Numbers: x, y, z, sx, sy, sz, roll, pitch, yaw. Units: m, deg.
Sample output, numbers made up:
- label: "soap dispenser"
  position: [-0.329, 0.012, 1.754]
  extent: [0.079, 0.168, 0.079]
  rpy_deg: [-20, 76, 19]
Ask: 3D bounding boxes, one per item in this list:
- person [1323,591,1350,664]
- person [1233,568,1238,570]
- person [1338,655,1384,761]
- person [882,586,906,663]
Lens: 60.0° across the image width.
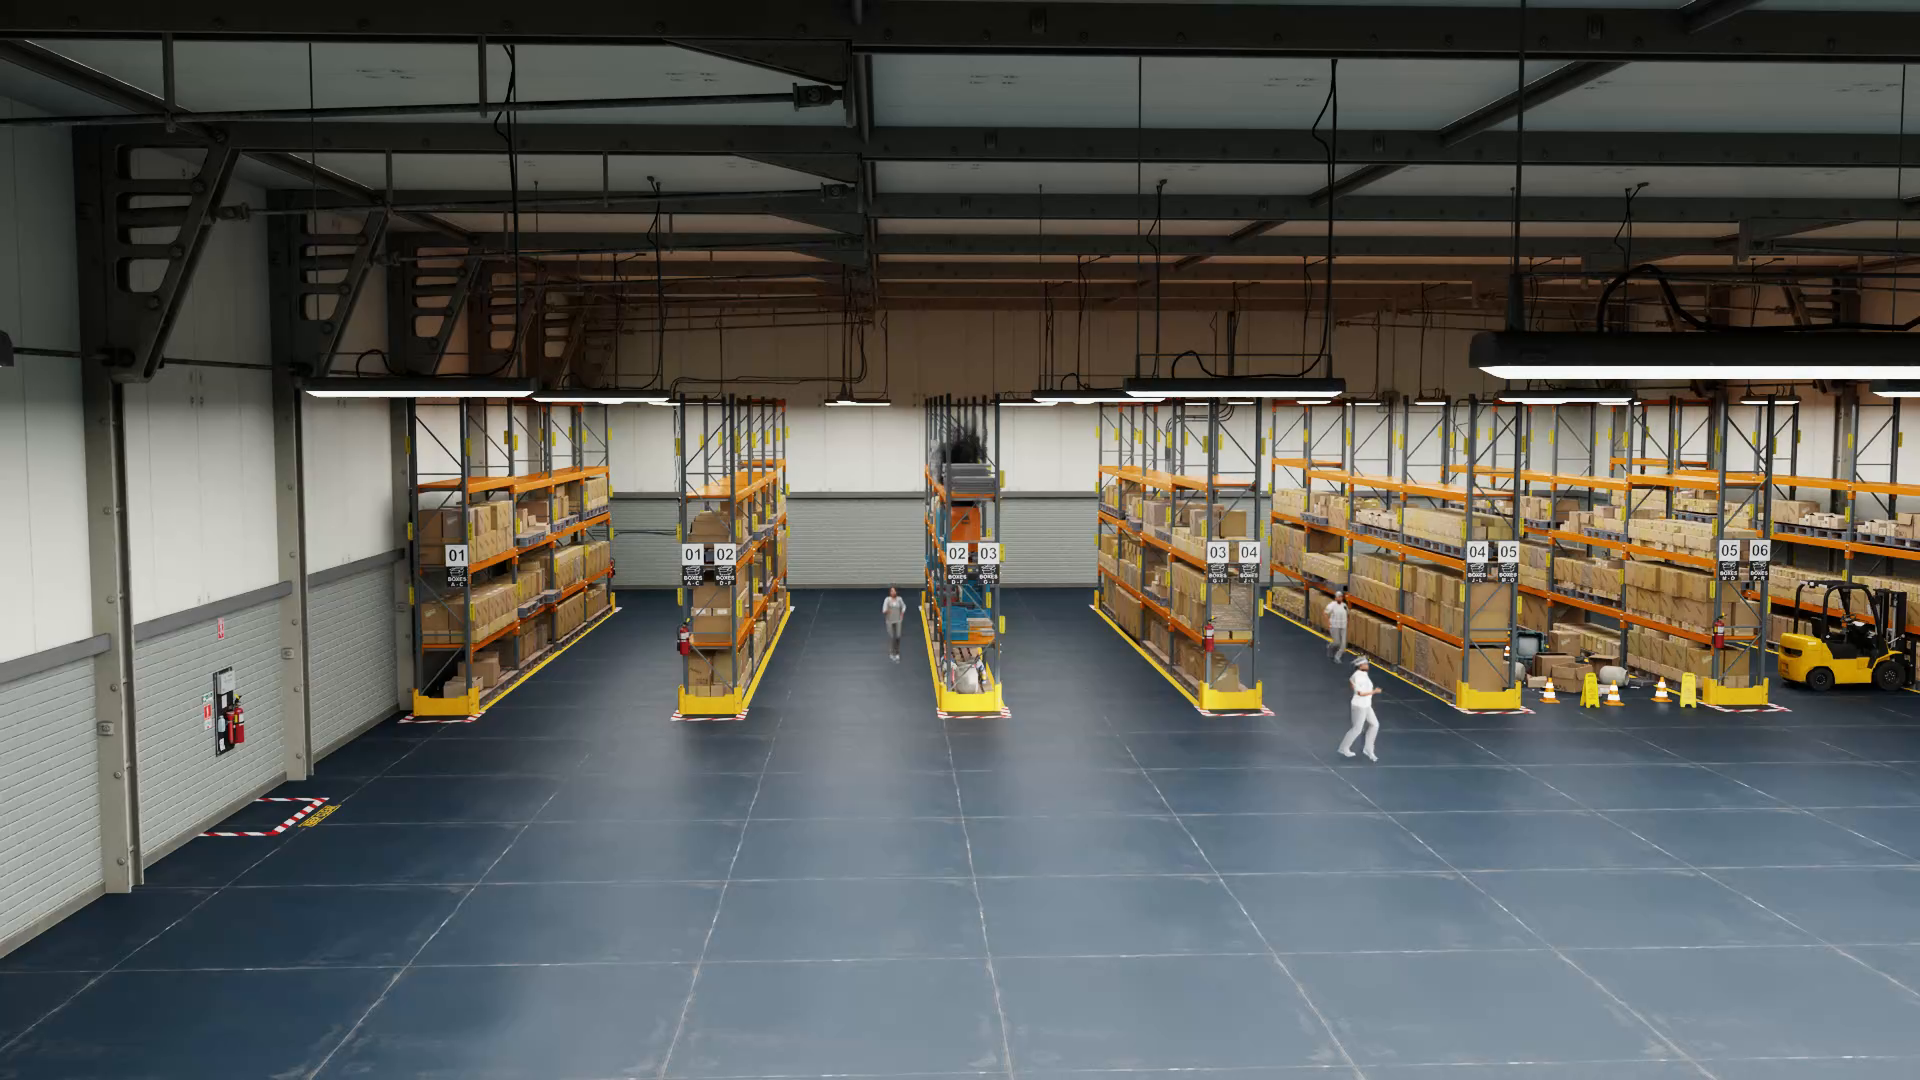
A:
- label: "person"
  position: [8.503, 1.968, 37.367]
  extent: [0.607, 1.624, 0.547]
  rpy_deg: [-1, 5, -12]
- label: "person"
  position: [7.839, 1.086, 48.575]
  extent: [0.785, 1.695, 0.803]
  rpy_deg: [-2, 5, -23]
- label: "person"
  position: [6.534, 2.741, 27.069]
  extent: [0.714, 1.756, 0.556]
  rpy_deg: [2, 5, 25]
- label: "person"
  position: [-1.414, 1.820, 35.840]
  extent: [0.517, 1.657, 0.633]
  rpy_deg: [0, 5, -6]
